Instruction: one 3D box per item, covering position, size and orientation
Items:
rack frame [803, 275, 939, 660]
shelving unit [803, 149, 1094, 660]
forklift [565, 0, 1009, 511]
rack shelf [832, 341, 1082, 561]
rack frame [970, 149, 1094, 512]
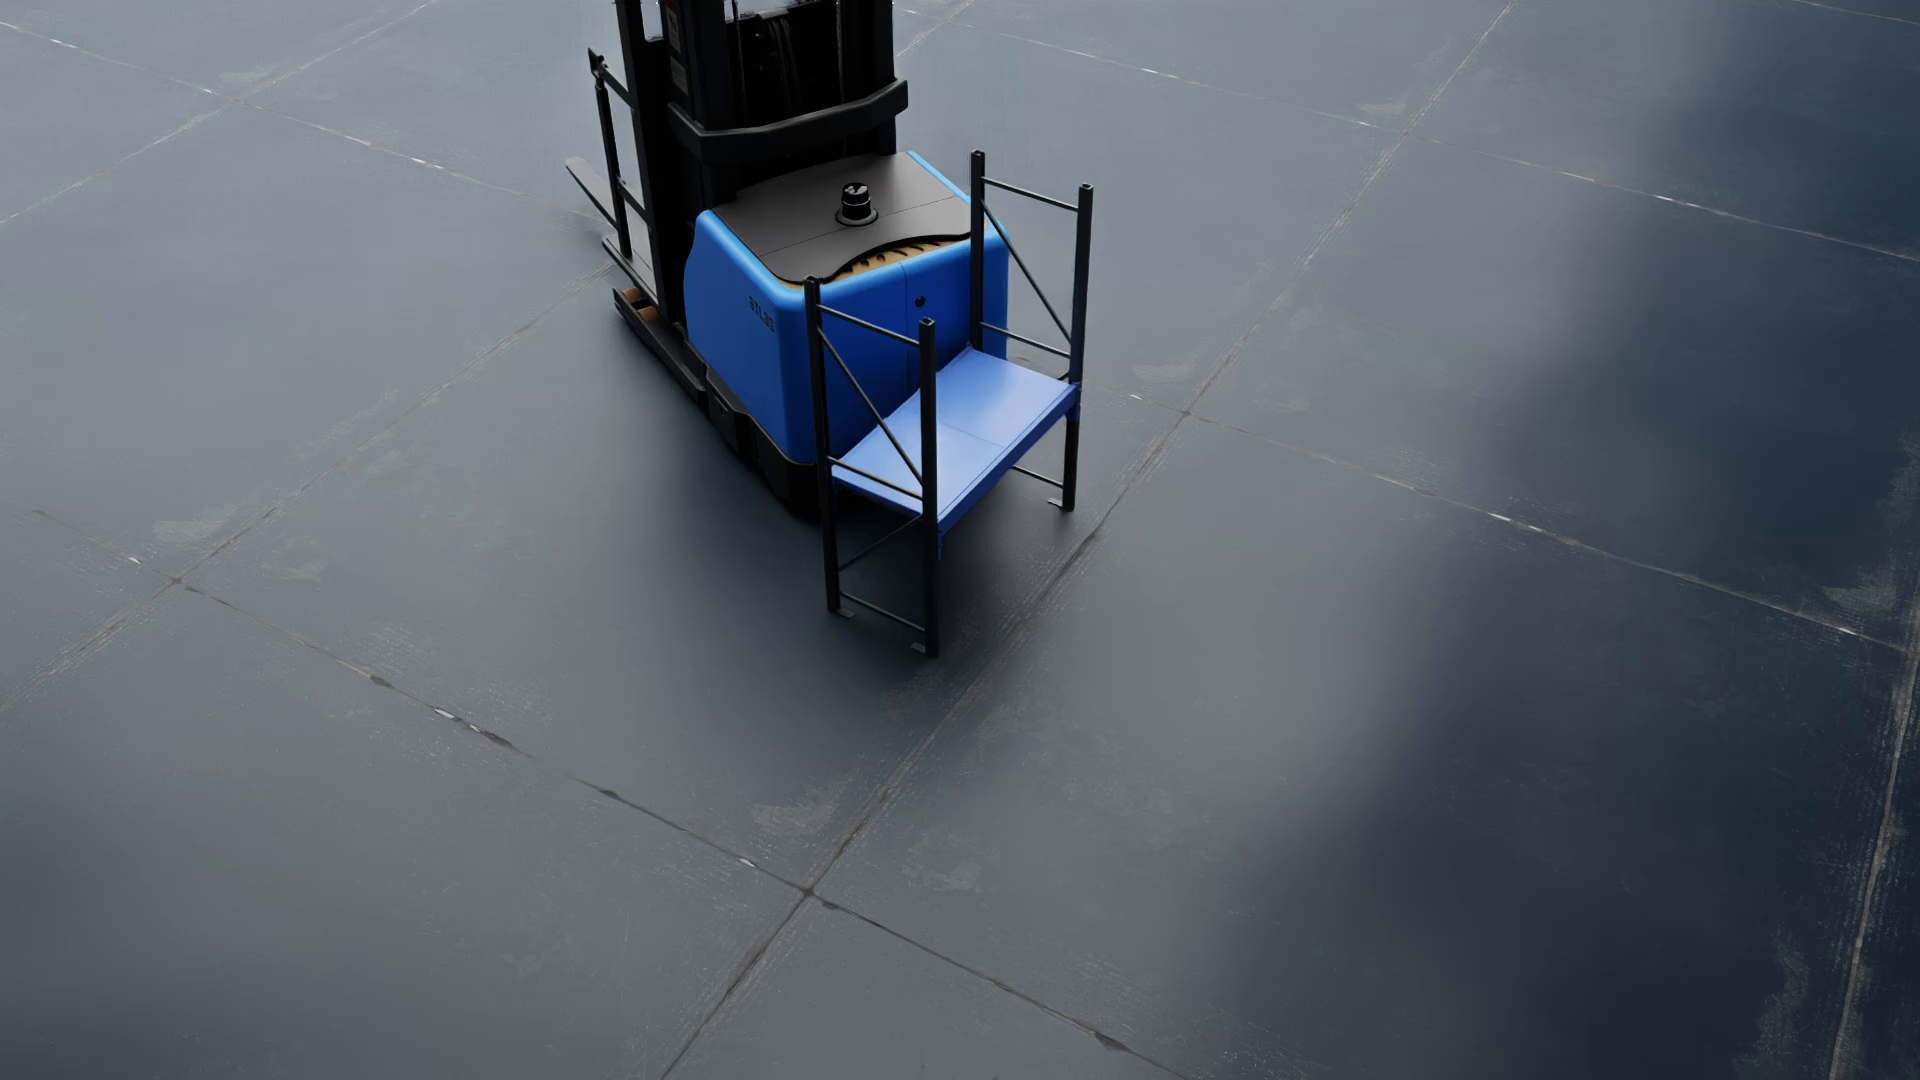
[{"bbox_3d":[-0.296,-0.213,5.857,0.500,1.500,0.032,23,46,24],"label":"rack frame"},{"bbox_3d":[-0.020,-0.495,6.177,0.538,1.500,1.048,23,46,24],"label":"shelving unit"},{"bbox_3d":[-0.984,-2.172,6.999,1.130,2.935,3.031,-22,46,-23],"label":"forklift"},{"bbox_3d":[-0.020,-0.360,6.296,0.538,0.185,1.000,23,46,24],"label":"rack shelf"},{"bbox_3d":[0.257,-0.776,6.497,0.500,1.500,0.032,23,46,24],"label":"rack frame"}]
